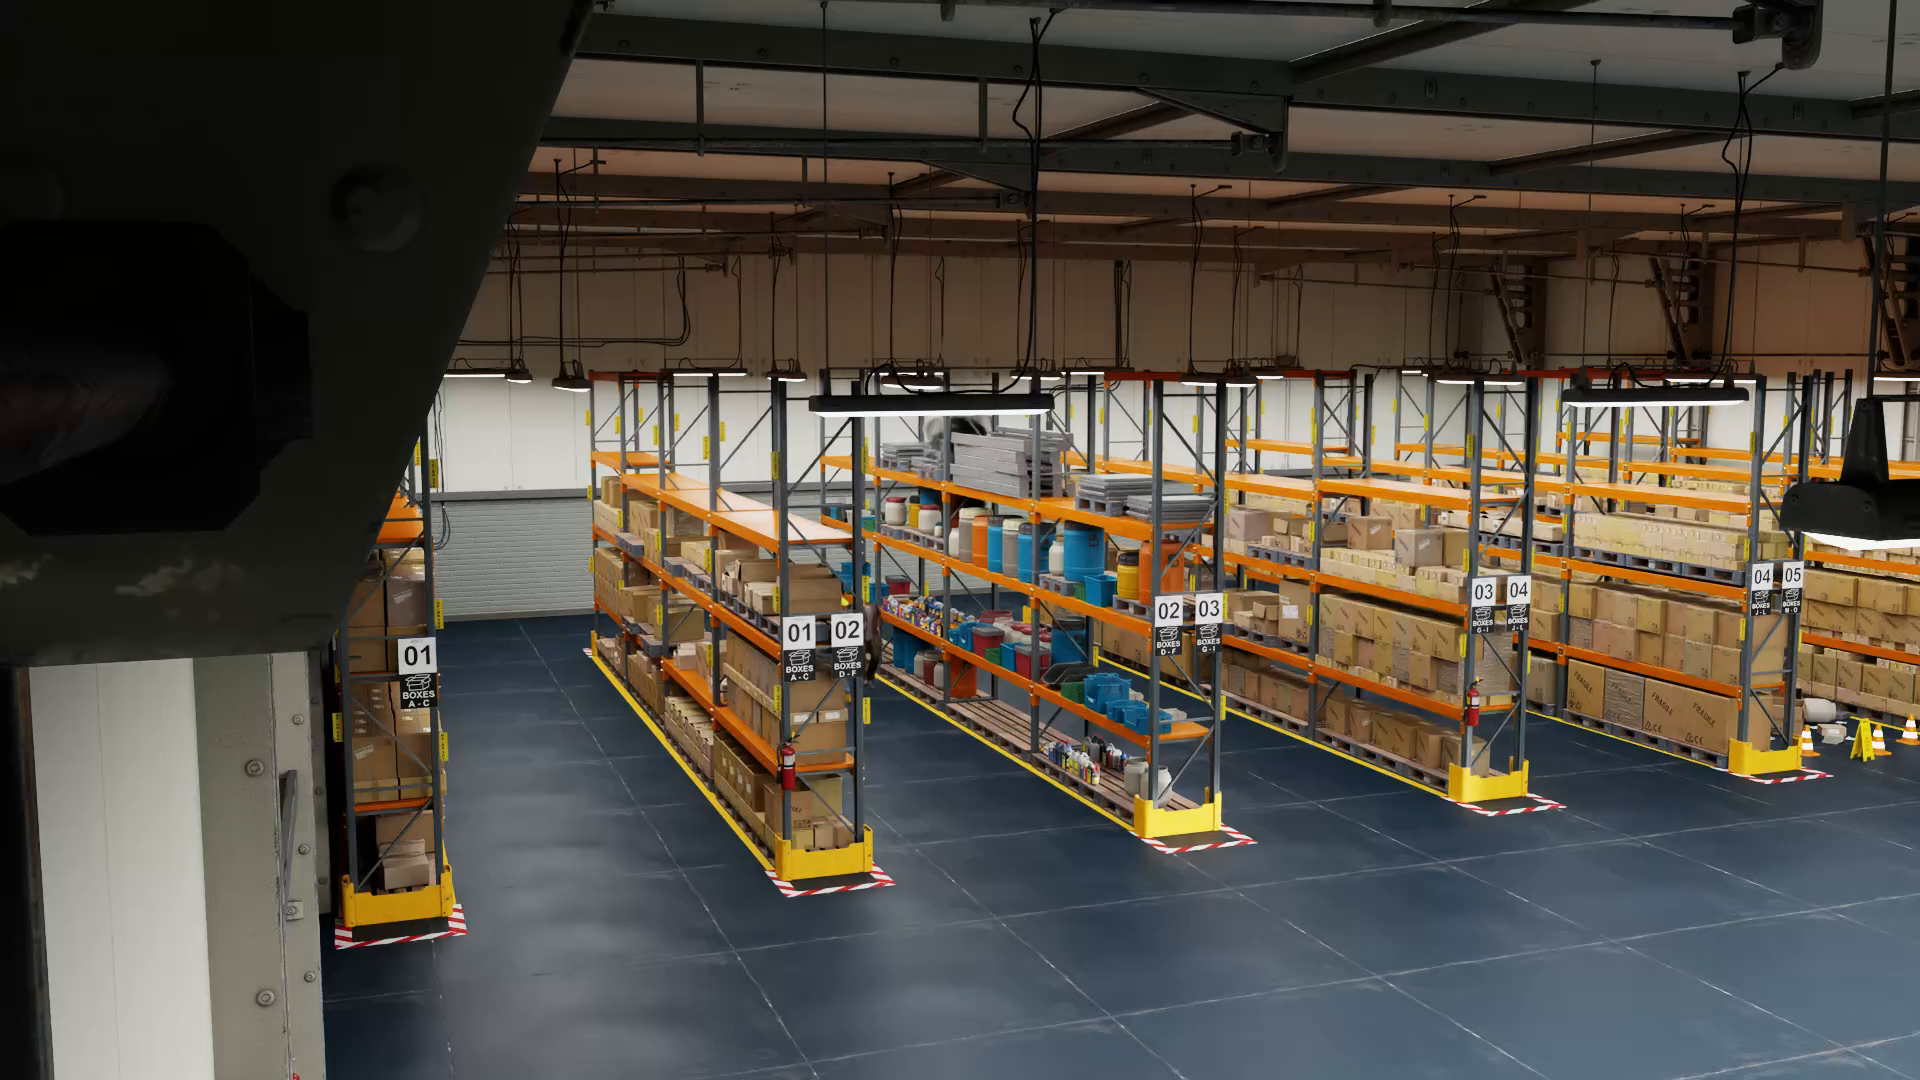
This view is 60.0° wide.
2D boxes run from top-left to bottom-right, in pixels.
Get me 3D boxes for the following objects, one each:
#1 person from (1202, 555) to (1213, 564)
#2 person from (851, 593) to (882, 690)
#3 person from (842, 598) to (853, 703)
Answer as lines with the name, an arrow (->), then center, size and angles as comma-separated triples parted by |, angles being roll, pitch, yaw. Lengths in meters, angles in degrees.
person -> 6.122, 0.898, 41.196 | 0.902, 1.691, 0.609 | -4, 8, -34
person -> -1.670, 1.823, 30.182 | 0.692, 1.846, 0.706 | -3, 7, -22
person -> -2.059, 1.908, 29.257 | 0.727, 1.799, 0.965 | -2, 7, -18
